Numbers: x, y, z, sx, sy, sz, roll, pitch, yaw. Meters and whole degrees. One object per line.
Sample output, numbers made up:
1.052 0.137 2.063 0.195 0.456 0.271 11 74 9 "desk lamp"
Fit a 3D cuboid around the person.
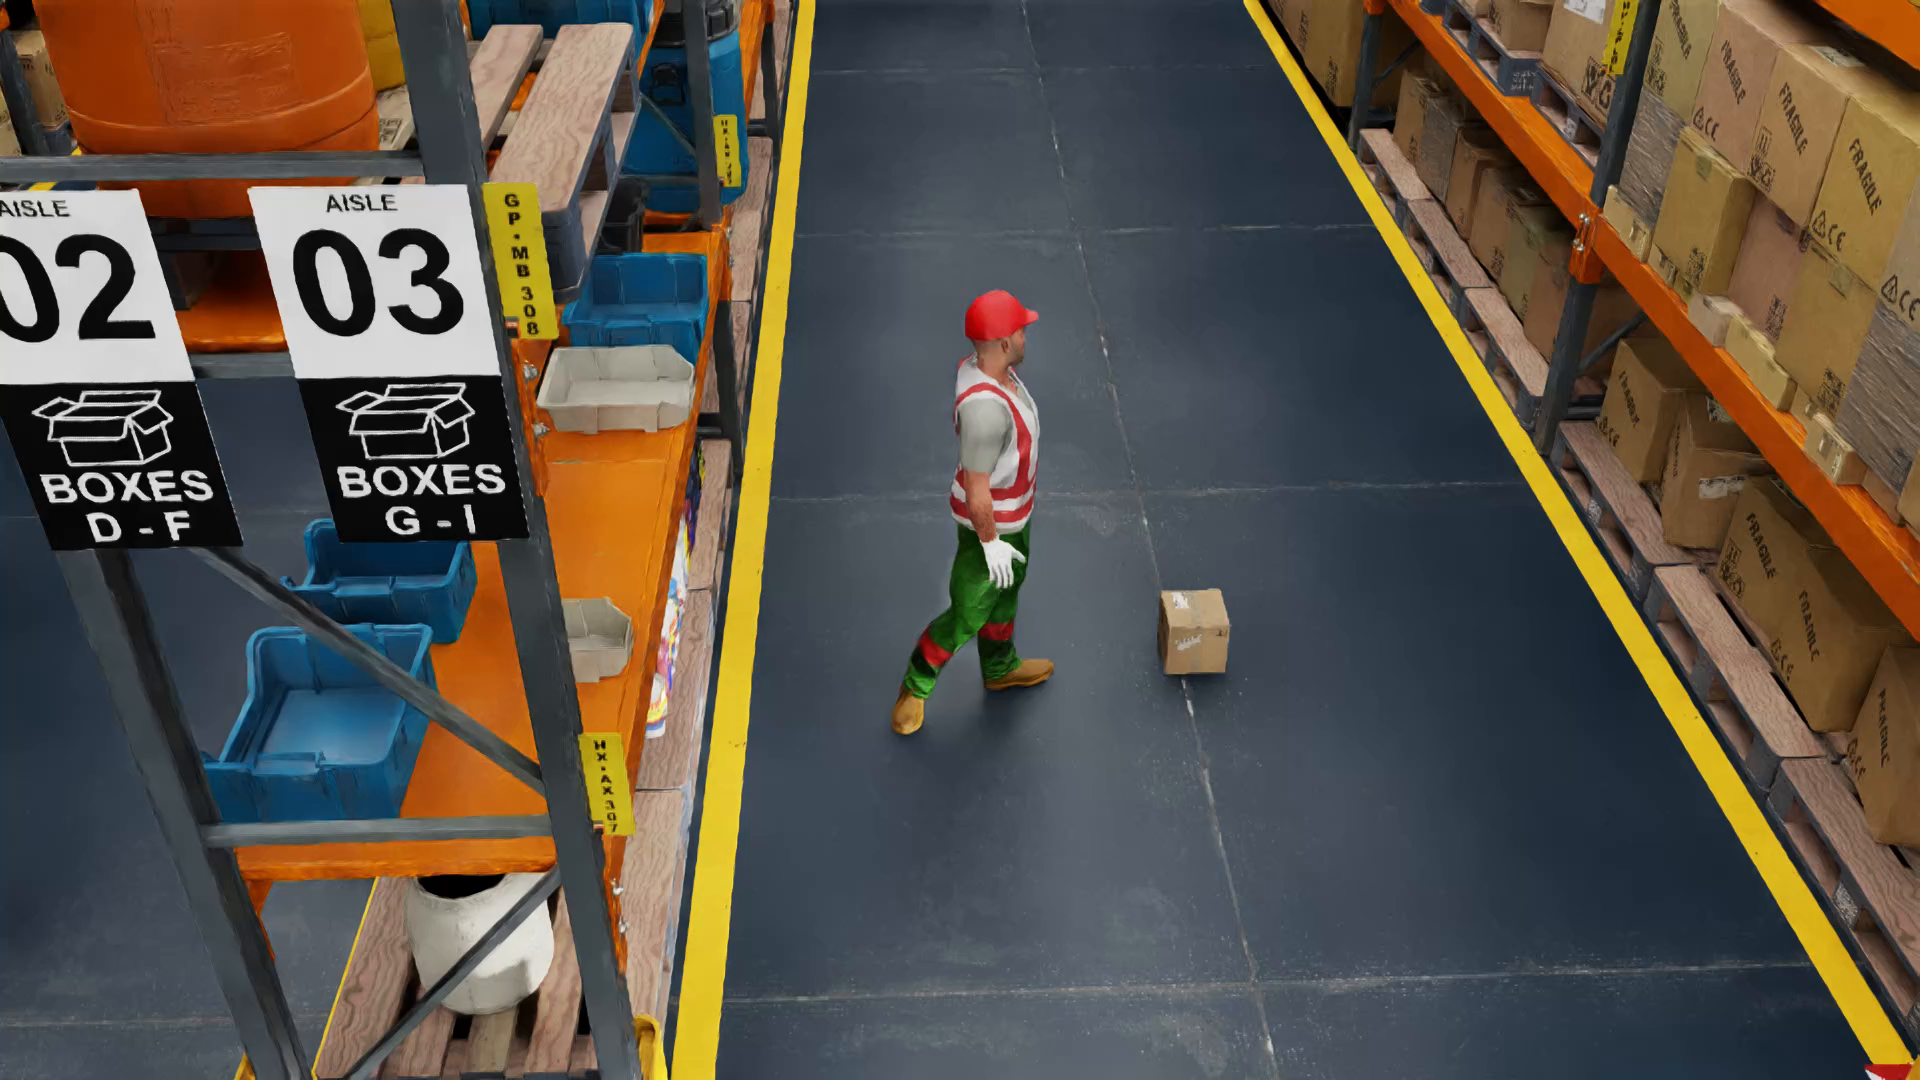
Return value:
0.064 -0.099 6.273 0.601 1.791 0.729 5 35 7 "person"
